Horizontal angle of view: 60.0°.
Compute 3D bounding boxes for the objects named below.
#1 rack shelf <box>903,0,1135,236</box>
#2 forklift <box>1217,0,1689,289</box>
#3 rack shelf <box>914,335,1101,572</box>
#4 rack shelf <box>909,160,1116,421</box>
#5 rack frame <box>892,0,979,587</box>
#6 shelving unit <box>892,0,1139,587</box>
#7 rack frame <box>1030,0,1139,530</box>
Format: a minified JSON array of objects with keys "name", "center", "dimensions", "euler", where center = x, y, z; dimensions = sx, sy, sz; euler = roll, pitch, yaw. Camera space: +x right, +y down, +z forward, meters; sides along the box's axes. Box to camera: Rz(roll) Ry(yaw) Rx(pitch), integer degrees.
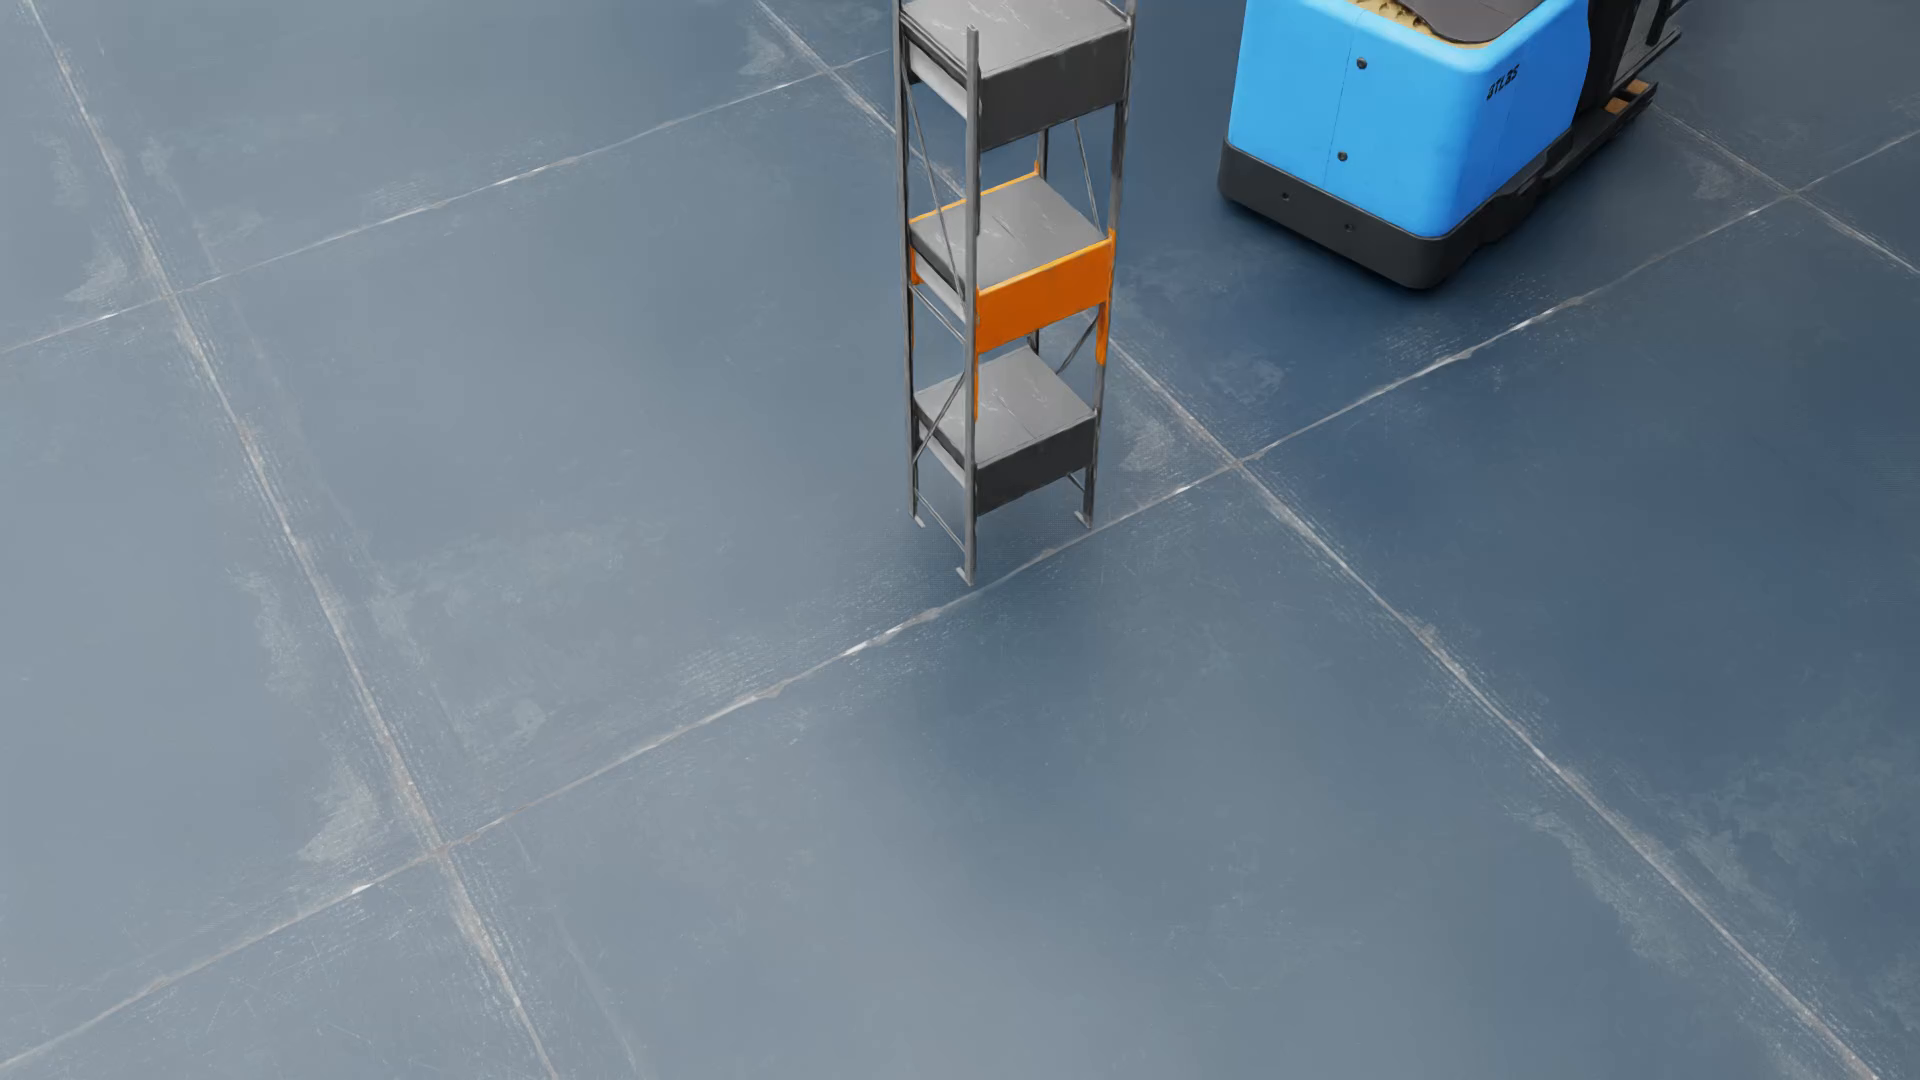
[{"name":"rack shelf","center":[0.140,-1.221,4.512],"dimensions":[0.480,0.518,0.431],"euler":[-25,53,-21]},{"name":"forklift","center":[2.443,-2.981,6.442],"dimensions":[1.130,2.935,3.031],"euler":[34,57,27]},{"name":"rack shelf","center":[0.140,-0.290,5.558],"dimensions":[0.480,0.518,0.431],"euler":[-25,53,-21]},{"name":"rack shelf","center":[0.140,-0.755,5.035],"dimensions":[0.480,0.518,0.431],"euler":[-25,53,-21]},{"name":"rack frame","center":[-0.066,-0.667,4.938],"dimensions":[0.015,2.100,0.400],"euler":[-25,53,-21]},{"name":"shelving unit","center":[0.140,-0.764,5.025],"dimensions":[0.503,2.100,0.431],"euler":[-25,53,-21]},{"name":"rack frame","center":[0.346,-0.861,5.111],"dimensions":[0.015,2.100,0.400],"euler":[-25,53,-21]}]
